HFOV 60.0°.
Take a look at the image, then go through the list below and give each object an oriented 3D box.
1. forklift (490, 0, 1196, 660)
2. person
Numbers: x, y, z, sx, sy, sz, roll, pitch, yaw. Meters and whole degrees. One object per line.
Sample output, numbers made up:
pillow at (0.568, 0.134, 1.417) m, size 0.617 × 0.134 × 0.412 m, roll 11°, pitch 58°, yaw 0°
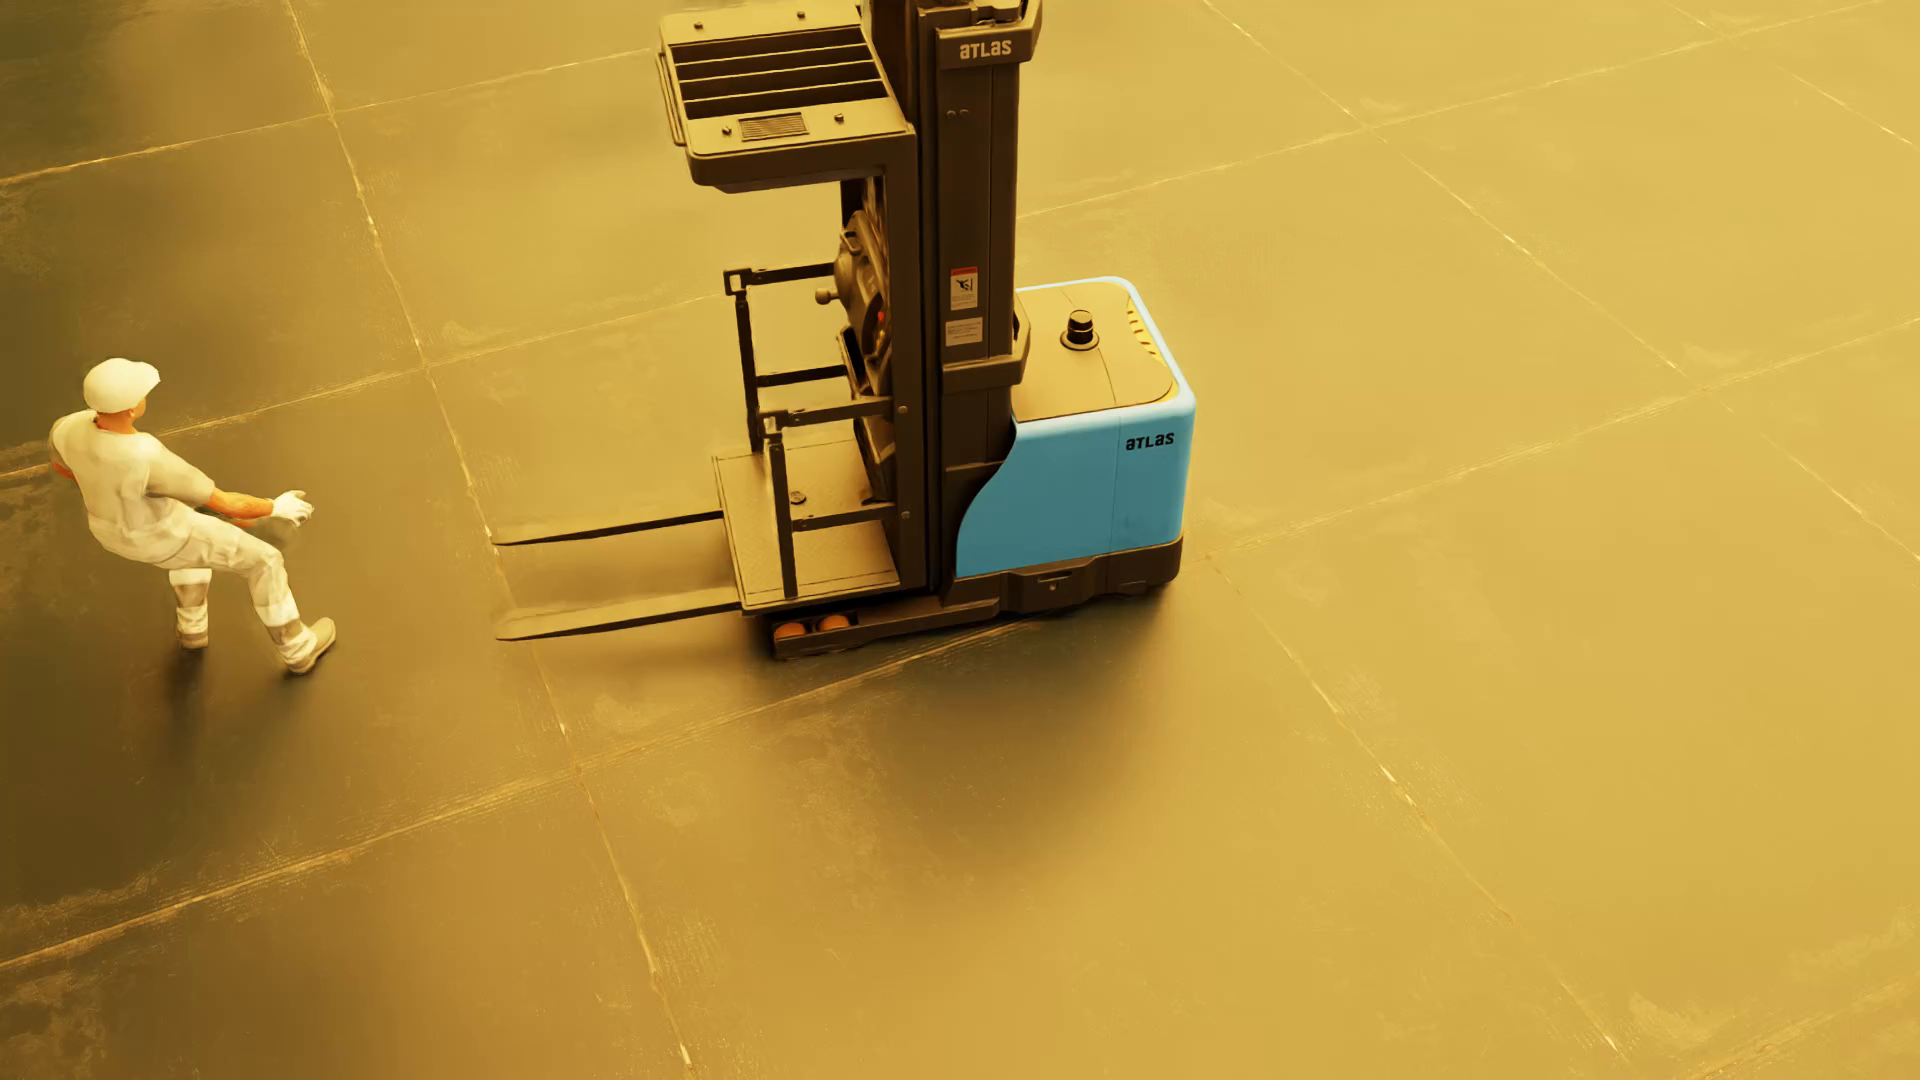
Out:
forklift at (-0.575, -0.948, 6.695) m, size 3.031 × 2.935 × 1.130 m, roll -9°, pitch 44°, yaw -10°
person at (-3.149, -0.110, 6.741) m, size 0.892 × 1.654 × 0.553 m, roll 14°, pitch 45°, yaw 15°
